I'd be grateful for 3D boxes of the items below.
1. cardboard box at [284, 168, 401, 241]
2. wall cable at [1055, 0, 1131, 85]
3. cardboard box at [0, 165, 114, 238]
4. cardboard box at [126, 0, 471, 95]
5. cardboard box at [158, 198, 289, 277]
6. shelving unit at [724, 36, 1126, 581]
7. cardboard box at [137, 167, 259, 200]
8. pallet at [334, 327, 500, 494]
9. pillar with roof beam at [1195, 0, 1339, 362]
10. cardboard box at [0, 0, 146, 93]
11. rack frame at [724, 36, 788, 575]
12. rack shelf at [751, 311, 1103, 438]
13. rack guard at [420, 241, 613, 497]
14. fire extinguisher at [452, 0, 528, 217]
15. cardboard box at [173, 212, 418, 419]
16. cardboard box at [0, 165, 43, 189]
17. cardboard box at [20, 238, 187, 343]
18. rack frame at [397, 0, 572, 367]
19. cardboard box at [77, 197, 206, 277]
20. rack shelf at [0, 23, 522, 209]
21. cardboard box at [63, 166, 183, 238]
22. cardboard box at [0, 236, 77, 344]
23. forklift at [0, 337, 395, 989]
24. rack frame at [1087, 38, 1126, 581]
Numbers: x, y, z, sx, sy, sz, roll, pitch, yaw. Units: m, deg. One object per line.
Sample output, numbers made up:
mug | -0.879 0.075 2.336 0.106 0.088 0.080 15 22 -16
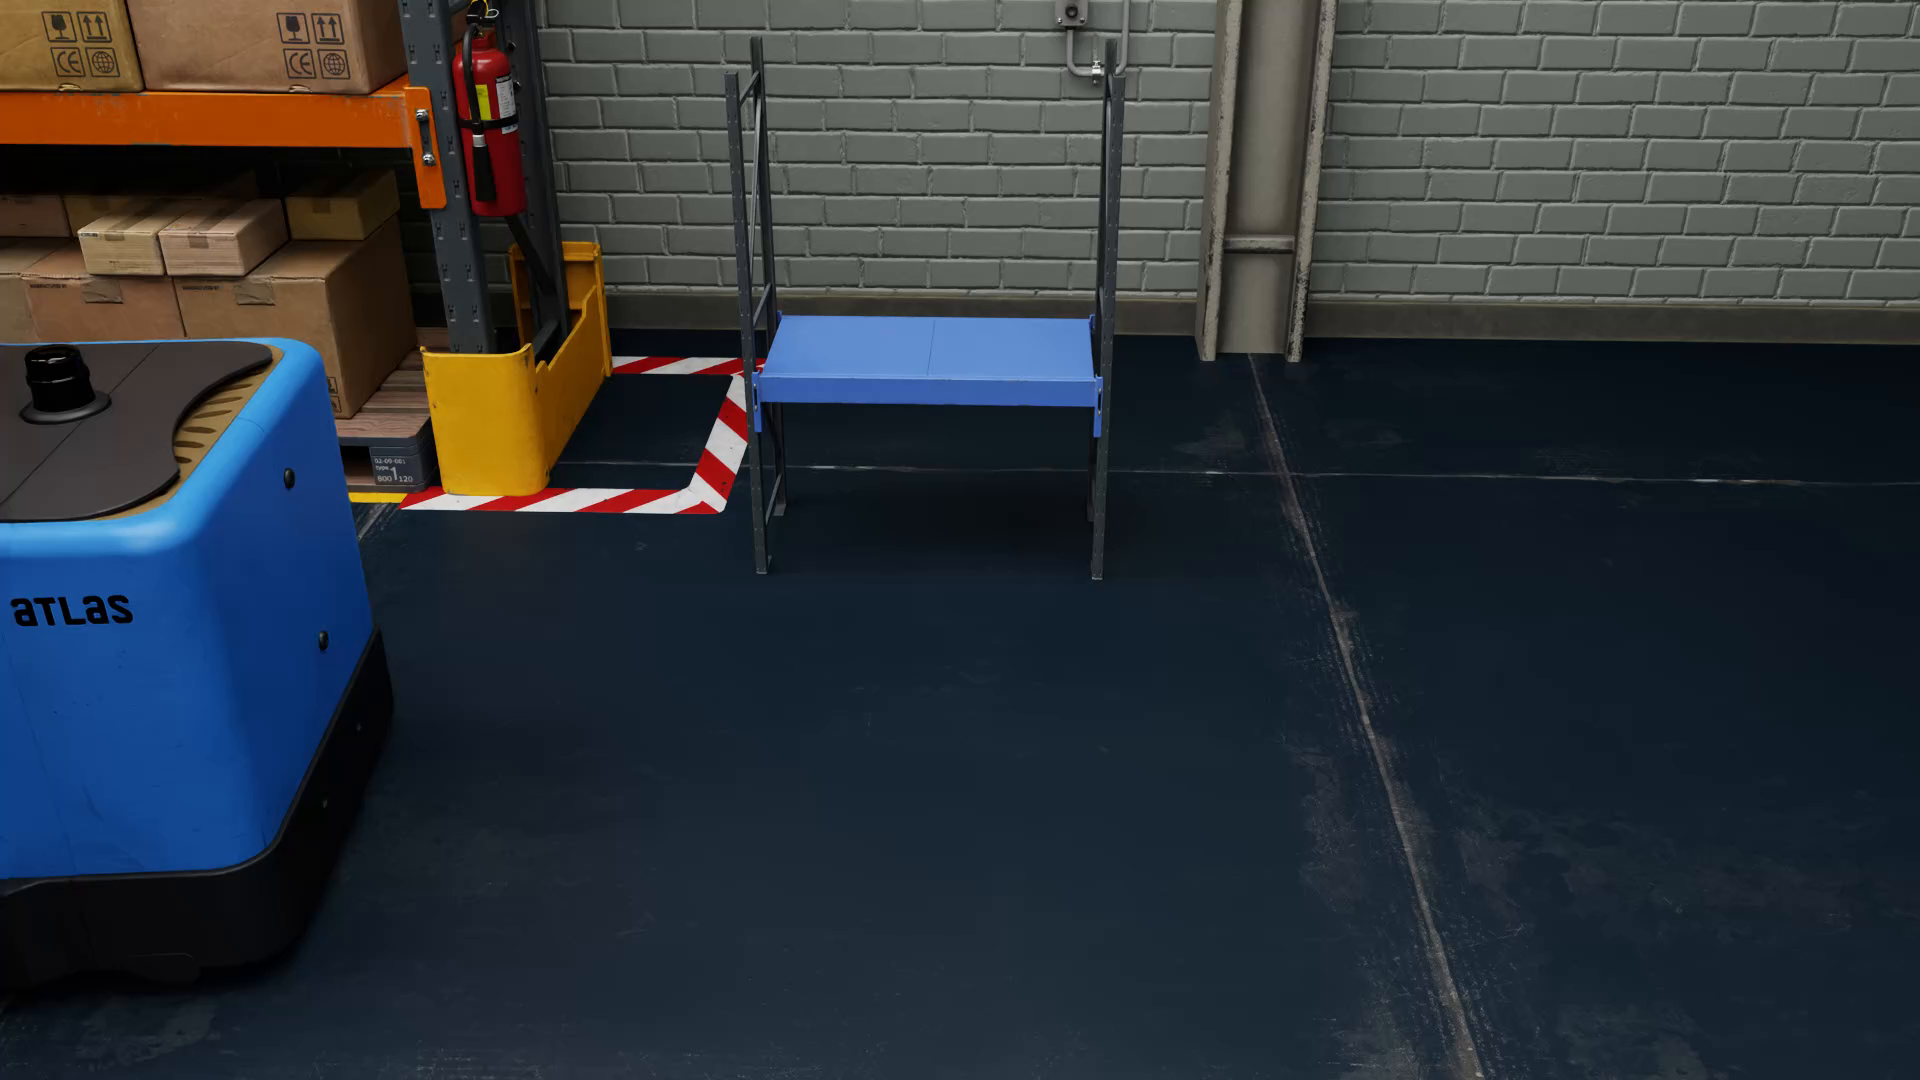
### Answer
cardboard box | -2.141 -1.169 5.781 0.250 0.149 0.380 1 28 2
wall cable | -0.257 -2.616 5.897 1.851 1.984 0.084 1 28 2
cardboard box | -3.152 -1.186 5.812 0.250 0.149 0.380 1 28 3
cardboard box | -2.080 -1.882 5.277 0.700 0.700 0.980 2 28 4
cardboard box | -2.408 -0.995 5.452 0.250 0.149 0.380 1 28 1
shelving unit | -0.085 -0.664 4.901 1.048 1.500 0.538 1 28 2
cardboard box | -2.647 -1.177 5.796 0.250 0.149 0.380 1 28 2
pallet | -2.372 -0.490 5.949 1.213 0.211 1.003 1 28 2
pillar with roof beam | 1.007 -2.741 0.813 0.400 9.000 9.100 1 28 2
cardboard box | -2.807 -1.889 5.290 0.700 0.700 0.980 1 28 1
rack frame | -0.593 -0.672 4.917 0.032 1.500 0.500 1 28 2
rack shelf | -0.085 -0.505 4.986 1.000 0.185 0.538 1 28 2
rack guard | -1.546 -0.641 5.925 0.348 0.500 1.175 1 28 2
fire extinguisher | -1.435 -1.328 5.033 0.183 0.674 0.296 1 28 2
cardboard box | -2.273 -0.791 5.761 0.500 0.500 0.700 1 28 2
cardboard box | -3.408 -1.190 5.819 0.250 0.149 0.380 1 28 2
cardboard box | -2.773 -0.800 5.776 0.500 0.500 0.700 1 28 2
rack frame | -1.570 -1.745 5.340 0.127 3.000 1.000 1 28 2
cardboard box | -2.663 -0.999 5.459 0.250 0.149 0.380 2 28 3
rack shelf | -3.569 -1.461 5.571 4.000 0.370 1.077 1 28 2
cardboard box | -2.897 -1.182 5.805 0.250 0.149 0.380 1 28 2
cardboard box | -3.276 -0.808 5.791 0.500 0.500 0.700 0 28 0
forklift | -2.939 -0.552 3.163 3.031 2.935 1.130 -2 28 -3
rack frame | 0.423 -0.656 4.886 0.032 1.500 0.500 1 28 2
